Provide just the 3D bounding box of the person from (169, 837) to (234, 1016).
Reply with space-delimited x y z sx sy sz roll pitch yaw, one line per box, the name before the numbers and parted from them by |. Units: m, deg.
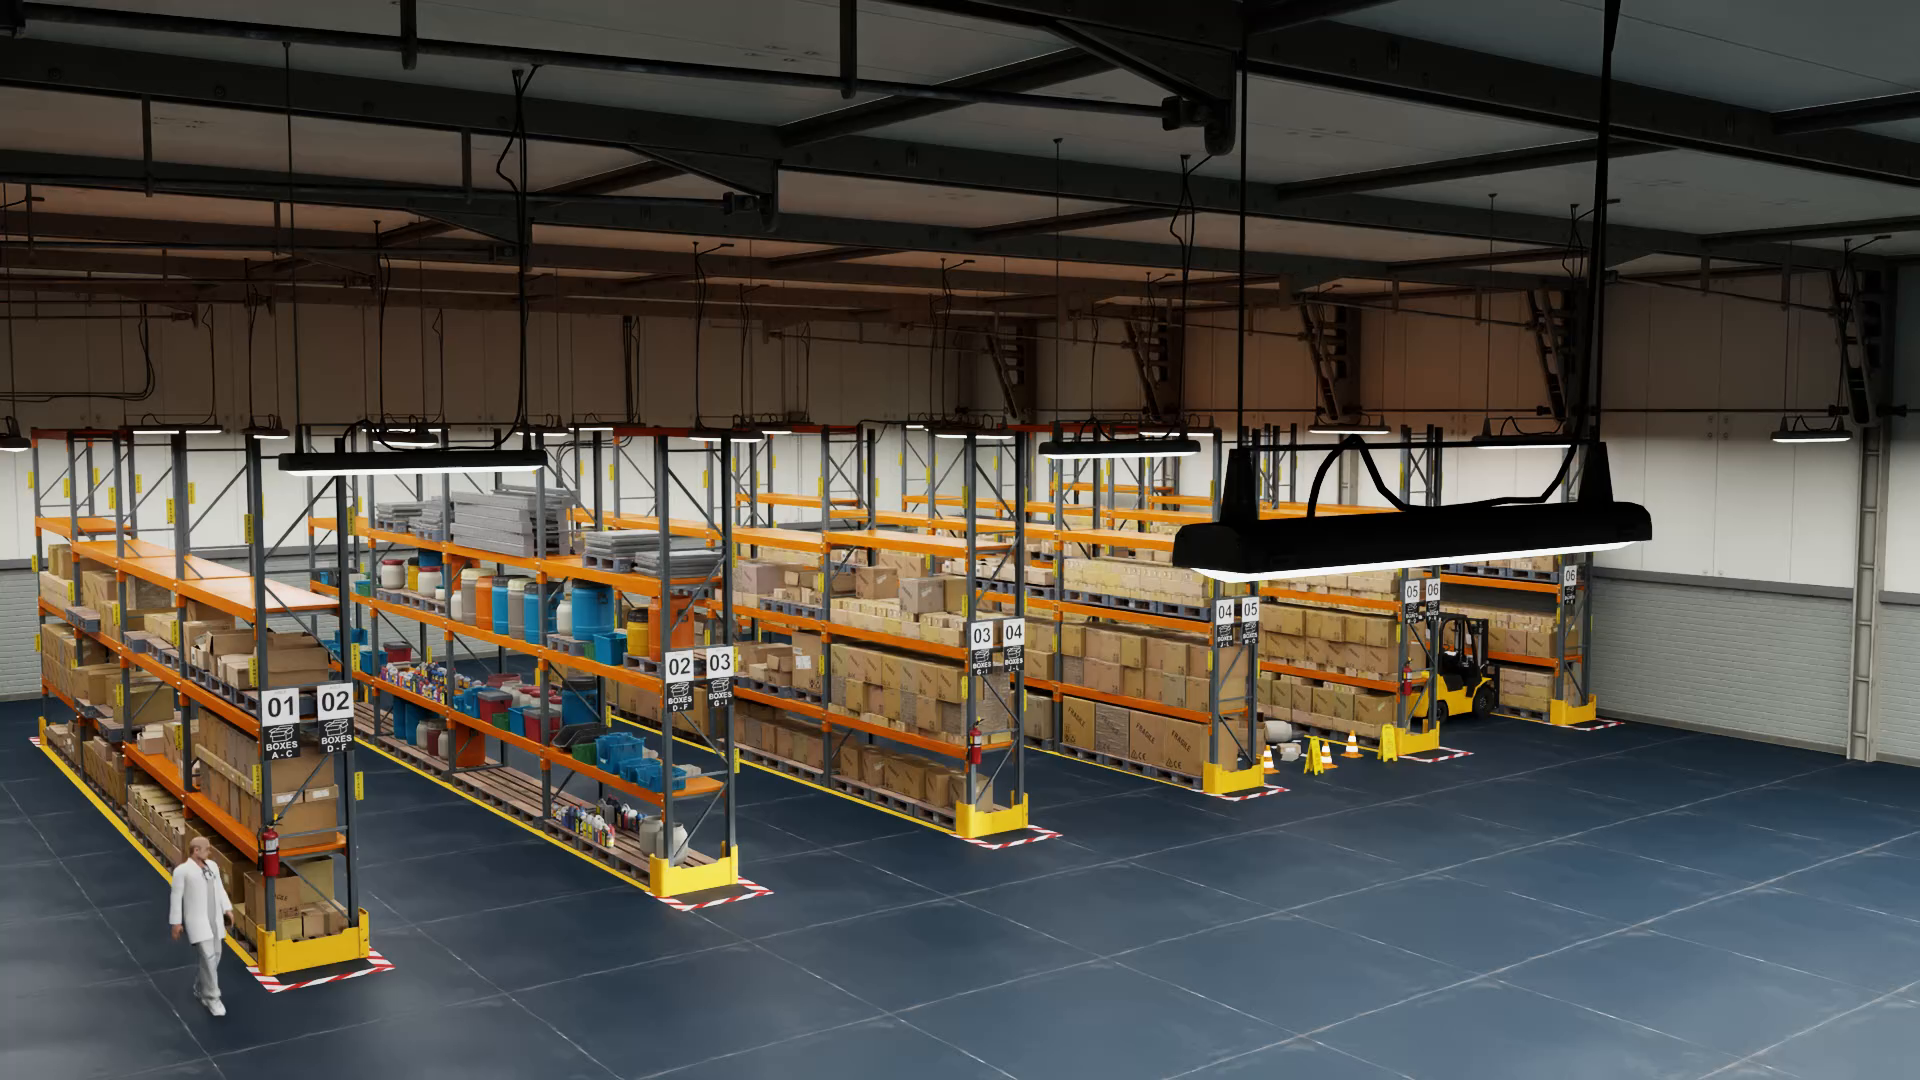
person | -7.944 4.078 17.666 0.699 1.800 0.620 2 5 22
